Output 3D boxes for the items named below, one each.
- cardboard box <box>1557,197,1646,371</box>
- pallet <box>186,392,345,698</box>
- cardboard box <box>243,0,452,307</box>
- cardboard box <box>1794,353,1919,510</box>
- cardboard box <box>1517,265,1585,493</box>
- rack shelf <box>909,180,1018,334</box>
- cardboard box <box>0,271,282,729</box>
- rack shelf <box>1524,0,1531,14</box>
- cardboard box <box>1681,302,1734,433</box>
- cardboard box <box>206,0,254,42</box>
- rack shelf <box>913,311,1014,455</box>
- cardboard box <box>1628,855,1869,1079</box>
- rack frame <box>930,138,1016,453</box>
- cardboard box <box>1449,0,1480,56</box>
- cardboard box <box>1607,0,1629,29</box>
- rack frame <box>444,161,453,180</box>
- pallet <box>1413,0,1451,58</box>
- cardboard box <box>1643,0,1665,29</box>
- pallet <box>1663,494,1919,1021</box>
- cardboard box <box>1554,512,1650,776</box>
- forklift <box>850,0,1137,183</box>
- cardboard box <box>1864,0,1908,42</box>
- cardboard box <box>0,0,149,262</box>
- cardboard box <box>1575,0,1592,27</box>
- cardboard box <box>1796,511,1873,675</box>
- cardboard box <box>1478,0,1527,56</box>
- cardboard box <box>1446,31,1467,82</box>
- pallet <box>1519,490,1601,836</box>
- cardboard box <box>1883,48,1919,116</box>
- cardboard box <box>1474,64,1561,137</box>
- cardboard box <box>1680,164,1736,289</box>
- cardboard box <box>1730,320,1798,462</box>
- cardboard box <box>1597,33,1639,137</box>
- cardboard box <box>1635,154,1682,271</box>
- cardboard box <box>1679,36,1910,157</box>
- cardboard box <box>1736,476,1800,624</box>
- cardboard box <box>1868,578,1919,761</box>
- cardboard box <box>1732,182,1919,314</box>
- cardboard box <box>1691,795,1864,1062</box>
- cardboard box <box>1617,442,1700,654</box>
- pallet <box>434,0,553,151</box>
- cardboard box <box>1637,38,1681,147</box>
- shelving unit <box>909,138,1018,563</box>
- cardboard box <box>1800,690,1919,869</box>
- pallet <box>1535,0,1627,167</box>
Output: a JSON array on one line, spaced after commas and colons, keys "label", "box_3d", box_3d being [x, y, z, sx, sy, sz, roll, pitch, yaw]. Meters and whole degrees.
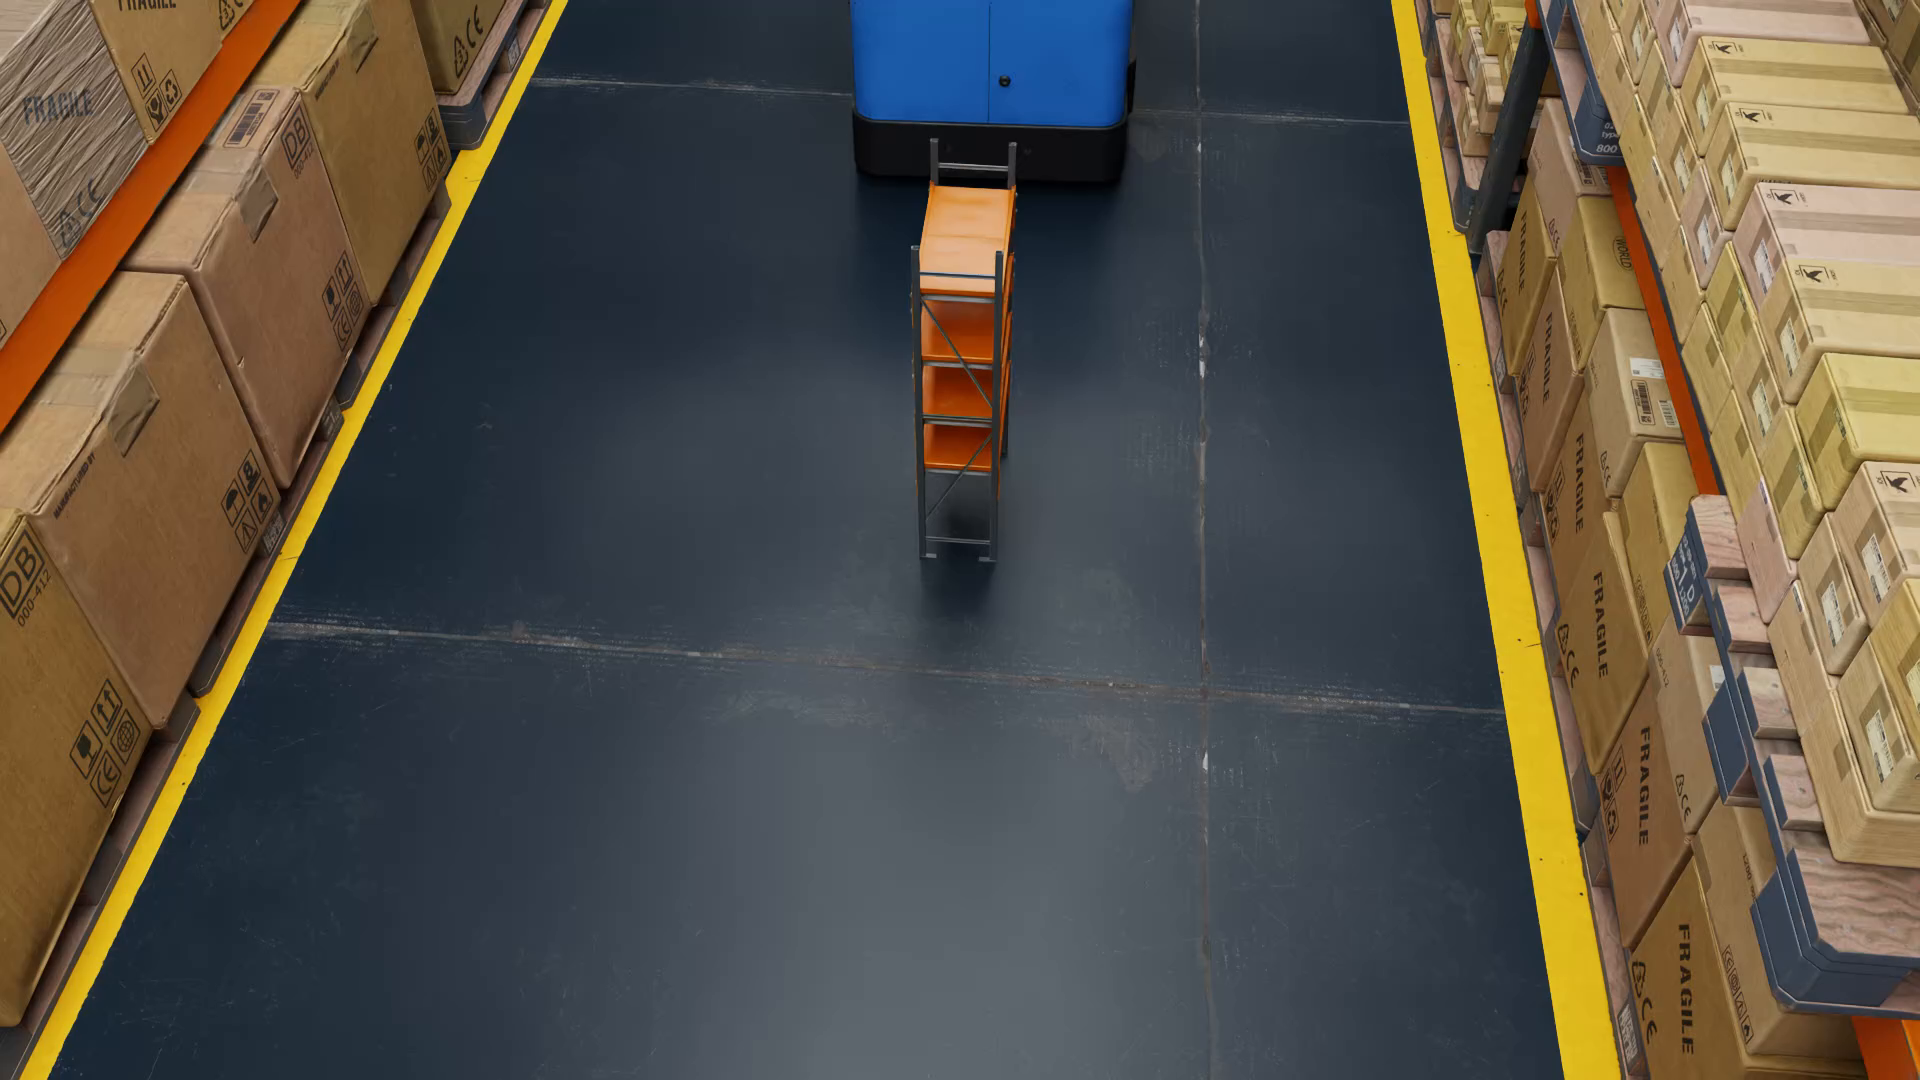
[{"label": "cardboard box", "box_3d": [2.031, -0.722, 4.778, 0.500, 0.250, 0.500, 5, 48, 5]}, {"label": "pallet", "box_3d": [-2.627, -0.083, 5.183, 1.003, 0.211, 1.213, 4, 48, 4]}, {"label": "cardboard box", "box_3d": [-2.561, -1.448, 5.697, 1.225, 0.875, 0.875, 4, 48, 4]}, {"label": "cardboard box", "box_3d": [1.680, -0.173, 2.858, 0.380, 0.149, 0.250, 5, 48, 5]}, {"label": "cardboard box", "box_3d": [2.029, -0.471, 5.058, 0.500, 0.500, 0.500, 6, 48, 5]}, {"label": "rack shelf", "box_3d": [0.015, -0.792, 4.629, 0.258, 0.148, 0.480, 4, 48, 4]}, {"label": "cardboard box", "box_3d": [-2.715, -0.140, 4.501, 1.225, 0.875, 0.875, 4, 48, 4]}, {"label": "rack shelf", "box_3d": [2.590, -3.314, 6.736, 1.077, 0.370, 4.000, 4, 48, 4]}, {"label": "cardboard box", "box_3d": [1.727, -0.350, 3.423, 0.380, 0.149, 0.250, 2, 48, 2]}, {"label": "cardboard box", "box_3d": [-2.345, -1.803, 4.799, 0.500, 0.500, 0.500, 5, 48, 5]}, {"label": "rack shelf", "box_3d": [0.015, -0.481, 4.968, 0.258, 0.148, 0.480, 4, 48, 4]}, {"label": "cardboard box", "box_3d": [1.842, 1.053, 3.664, 0.500, 0.500, 0.500, 4, 48, 3]}, {"label": "rack frame", "box_3d": [0.037, -0.706, 5.083, 0.240, 1.200, 0.015, 4, 48, 4]}, {"label": "cardboard box", "box_3d": [2.139, -2.018, 6.508, 0.380, 0.149, 0.250, 2, 48, 2]}, {"label": "cardboard box", "box_3d": [1.846, -1.414, 4.195, 0.380, 0.149, 0.250, 2, 48, 2]}, {"label": "rack frame", "box_3d": [-2.523, -2.495, 5.499, 1.000, 3.000, 0.127, 4, 48, 4]}, {"label": "pallet", "box_3d": [2.542, -2.541, 7.431, 1.003, 0.211, 1.213, 4, 48, 4]}, {"label": "cardboard box", "box_3d": [1.820, -1.321, 3.908, 0.380, 0.149, 0.250, 4, 48, 3]}, {"label": "pallet", "box_3d": [2.002, 0.386, 2.994, 1.213, 0.211, 1.003, 4, 48, 4]}, {"label": "cardboard box", "box_3d": [1.925, 0.282, 4.369, 0.500, 0.500, 0.500, 2, 48, 2]}, {"label": "forklift", "box_3d": [0.193, -3.452, 6.421, 1.130, 2.935, 3.031, 2, 48, 2]}, {"label": "cardboard box", "box_3d": [2.499, -1.362, 4.147, 0.380, 0.149, 0.250, 2, 48, 2]}, {"label": "cardboard box", "box_3d": [-2.437, -1.051, 4.111, 0.500, 0.500, 0.500, 4, 48, 4]}, {"label": "cardboard box", "box_3d": [1.867, -1.498, 4.473, 0.380, 0.149, 0.250, 4, 48, 4]}, {"label": "cardboard box", "box_3d": [1.657, 0.105, 2.805, 0.380, 0.149, 0.250, 5, 48, 5]}, {"label": "cardboard box", "box_3d": [2.164, -1.937, 6.233, 0.380, 0.149, 0.250, 4, 48, 4]}, {"label": "cardboard box", "box_3d": [2.171, -1.962, 6.659, 0.380, 0.149, 0.250, 2, 48, 2]}, {"label": "pallet", "box_3d": [2.229, 0.325, 4.810, 1.003, 0.211, 1.213, 4, 48, 4]}, {"label": "cardboard box", "box_3d": [2.478, -1.076, 4.087, 0.380, 0.149, 0.250, 2, 48, 2]}, {"label": "cardboard box", "box_3d": [2.119, -1.620, 6.145, 0.380, 0.149, 0.250, 5, 48, 4]}, {"label": "cardboard box", "box_3d": [1.750, -0.647, 3.493, 0.380, 0.149, 0.250, 5, 48, 5]}, {"label": "cardboard box", "box_3d": [1.702, -0.272, 3.150, 0.380, 0.149, 0.250, 4, 48, 4]}, {"label": "cardboard box", "box_3d": [1.821, -1.126, 4.133, 0.380, 0.149, 0.250, 2, 48, 2]}, {"label": "cardboard box", "box_3d": [1.774, -0.741, 3.780, 0.380, 0.149, 0.250, 2, 48, 2]}, {"label": "cardboard box", "box_3d": [1.776, -0.938, 3.557, 0.380, 0.149, 0.250, 5, 48, 5]}, {"label": "cardboard box", "box_3d": [1.677, 0.031, 3.075, 0.380, 0.149, 0.250, 5, 48, 4]}, {"label": "cardboard box", "box_3d": [1.631, 0.204, 2.514, 0.380, 0.149, 0.250, 2, 48, 2]}, {"label": "cardboard box", "box_3d": [1.728, -0.547, 3.200, 0.380, 0.149, 0.250, 4, 48, 4]}, {"label": "cardboard box", "box_3d": [1.844, 0.781, 3.404, 0.500, 0.250, 0.500, 3, 48, 3]}, {"label": "cardboard box", "box_3d": [1.941, 0.037, 4.085, 0.500, 0.250, 0.500, 5, 48, 4]}, {"label": "pallet", "box_3d": [-2.376, -2.107, 7.034, 1.003, 0.211, 1.213, 4, 48, 4]}, {"label": "cardboard box", "box_3d": [1.799, -1.021, 3.835, 0.380, 0.149, 0.250, 3, 48, 3]}, {"label": "shelving unit", "box_3d": [0.015, -0.527, 4.919, 0.258, 1.200, 0.503, 4, 48, 4]}, {"label": "cardboard box", "box_3d": [1.630, 0.402, 2.735, 0.380, 0.149, 0.250, 5, 48, 4]}, {"label": "pallet", "box_3d": [2.193, -1.470, 4.692, 1.003, 0.211, 1.213, 4, 48, 4]}]
